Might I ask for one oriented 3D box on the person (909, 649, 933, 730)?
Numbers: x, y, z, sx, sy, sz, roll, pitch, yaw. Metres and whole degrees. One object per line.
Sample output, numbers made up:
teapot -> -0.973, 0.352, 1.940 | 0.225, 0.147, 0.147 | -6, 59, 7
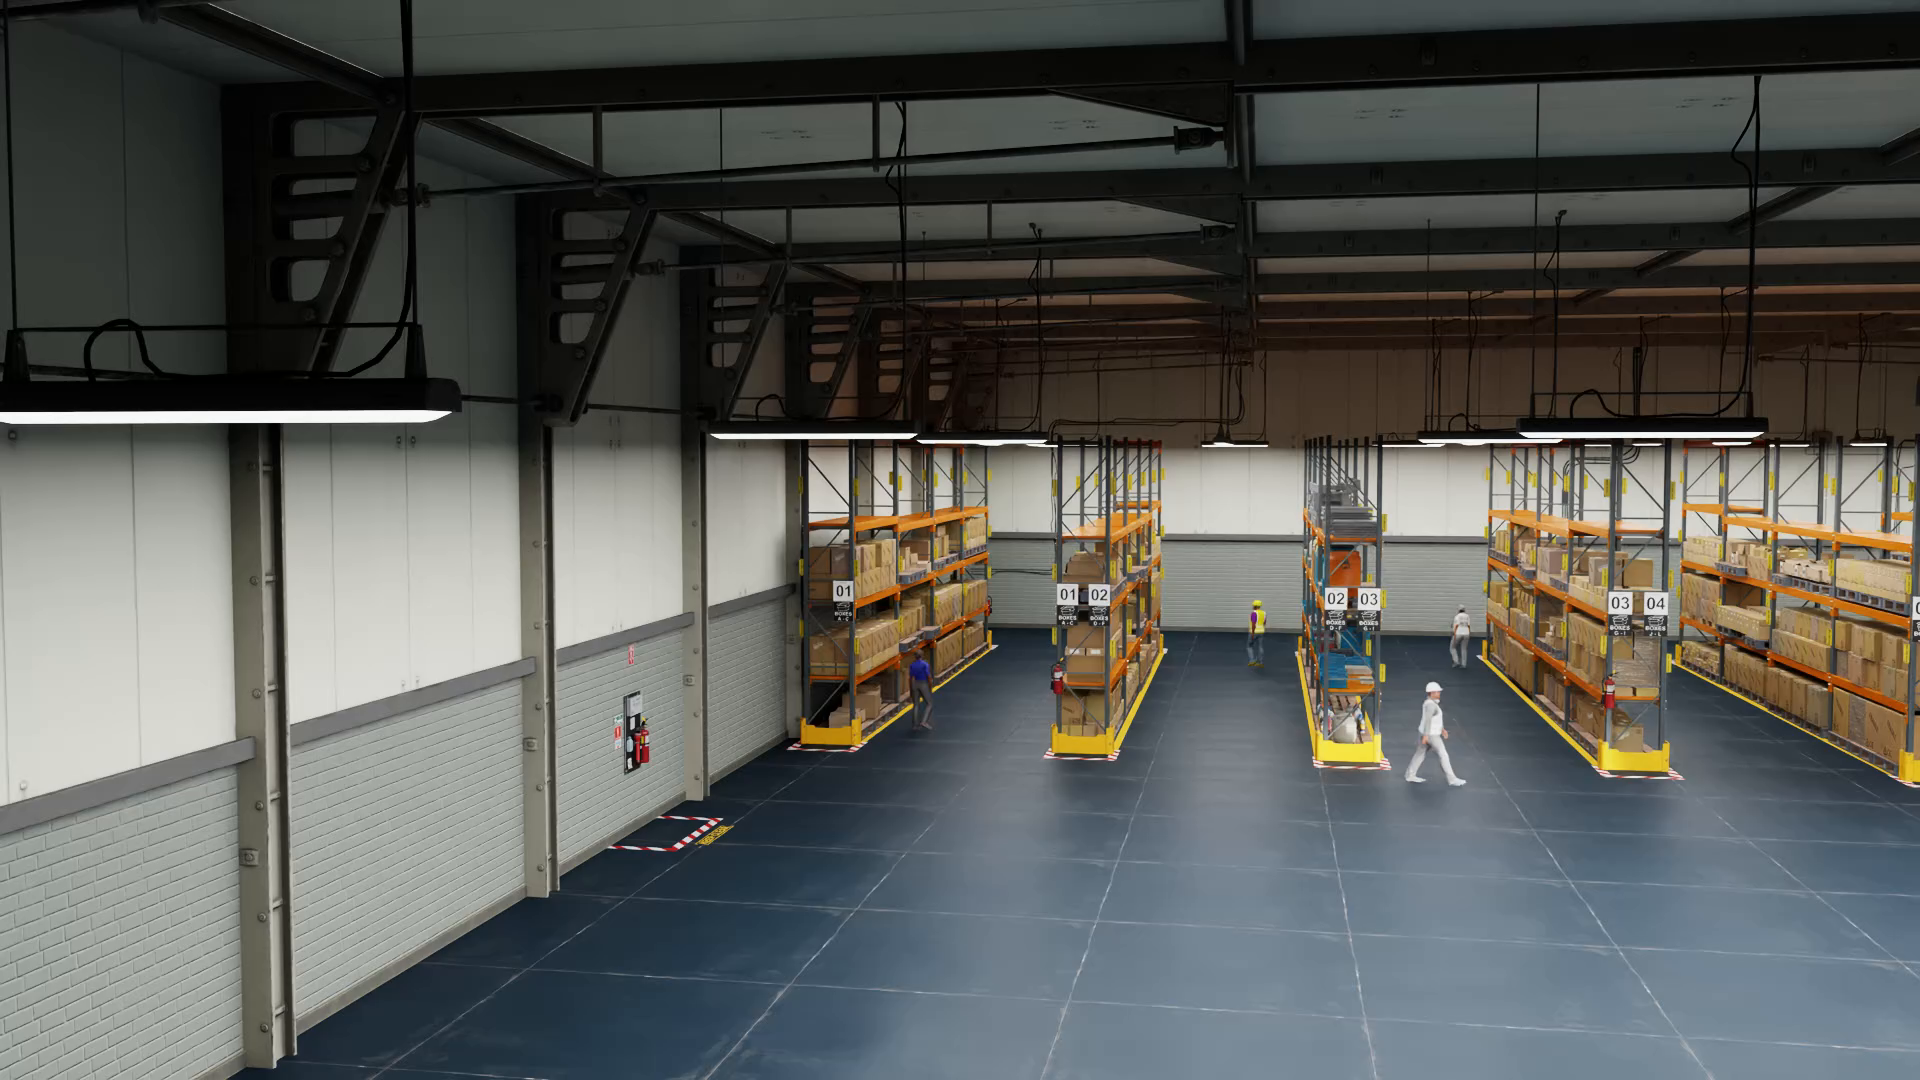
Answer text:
person -> -0.797, 3.050, 33.937 | 0.539, 1.647, 0.420 | 2, 3, 27

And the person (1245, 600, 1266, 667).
person -> 7.873, 2.484, 43.856 | 0.552, 1.790, 0.557 | -1, 3, -19

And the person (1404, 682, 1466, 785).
person -> 8.121, 3.296, 28.459 | 0.978, 1.719, 0.538 | 0, 3, 0

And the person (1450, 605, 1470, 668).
person -> 13.156, 2.543, 43.682 | 0.513, 1.688, 0.428 | -1, 3, -11
